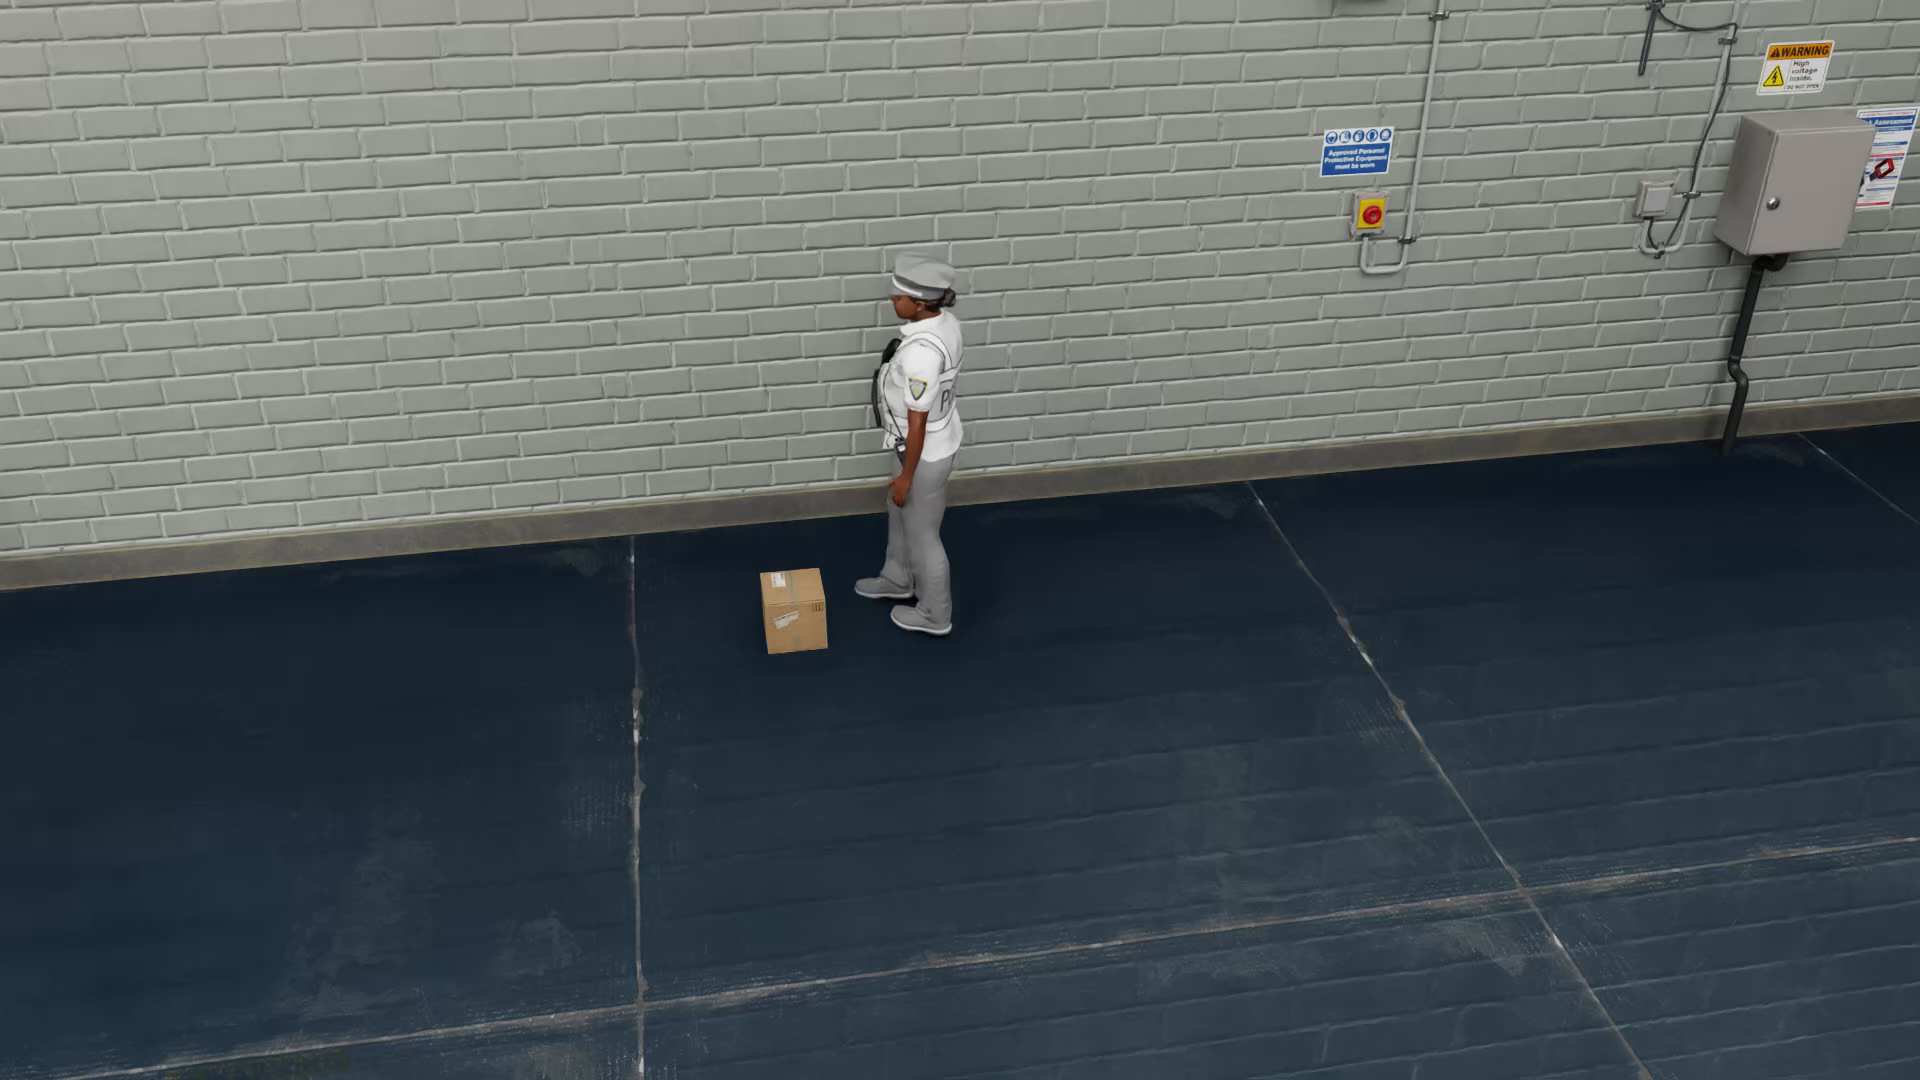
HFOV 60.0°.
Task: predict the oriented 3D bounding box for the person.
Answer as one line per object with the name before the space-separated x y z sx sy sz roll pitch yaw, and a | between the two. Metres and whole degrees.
person | -0.248 -0.376 6.737 0.526 1.689 0.512 6 31 9
